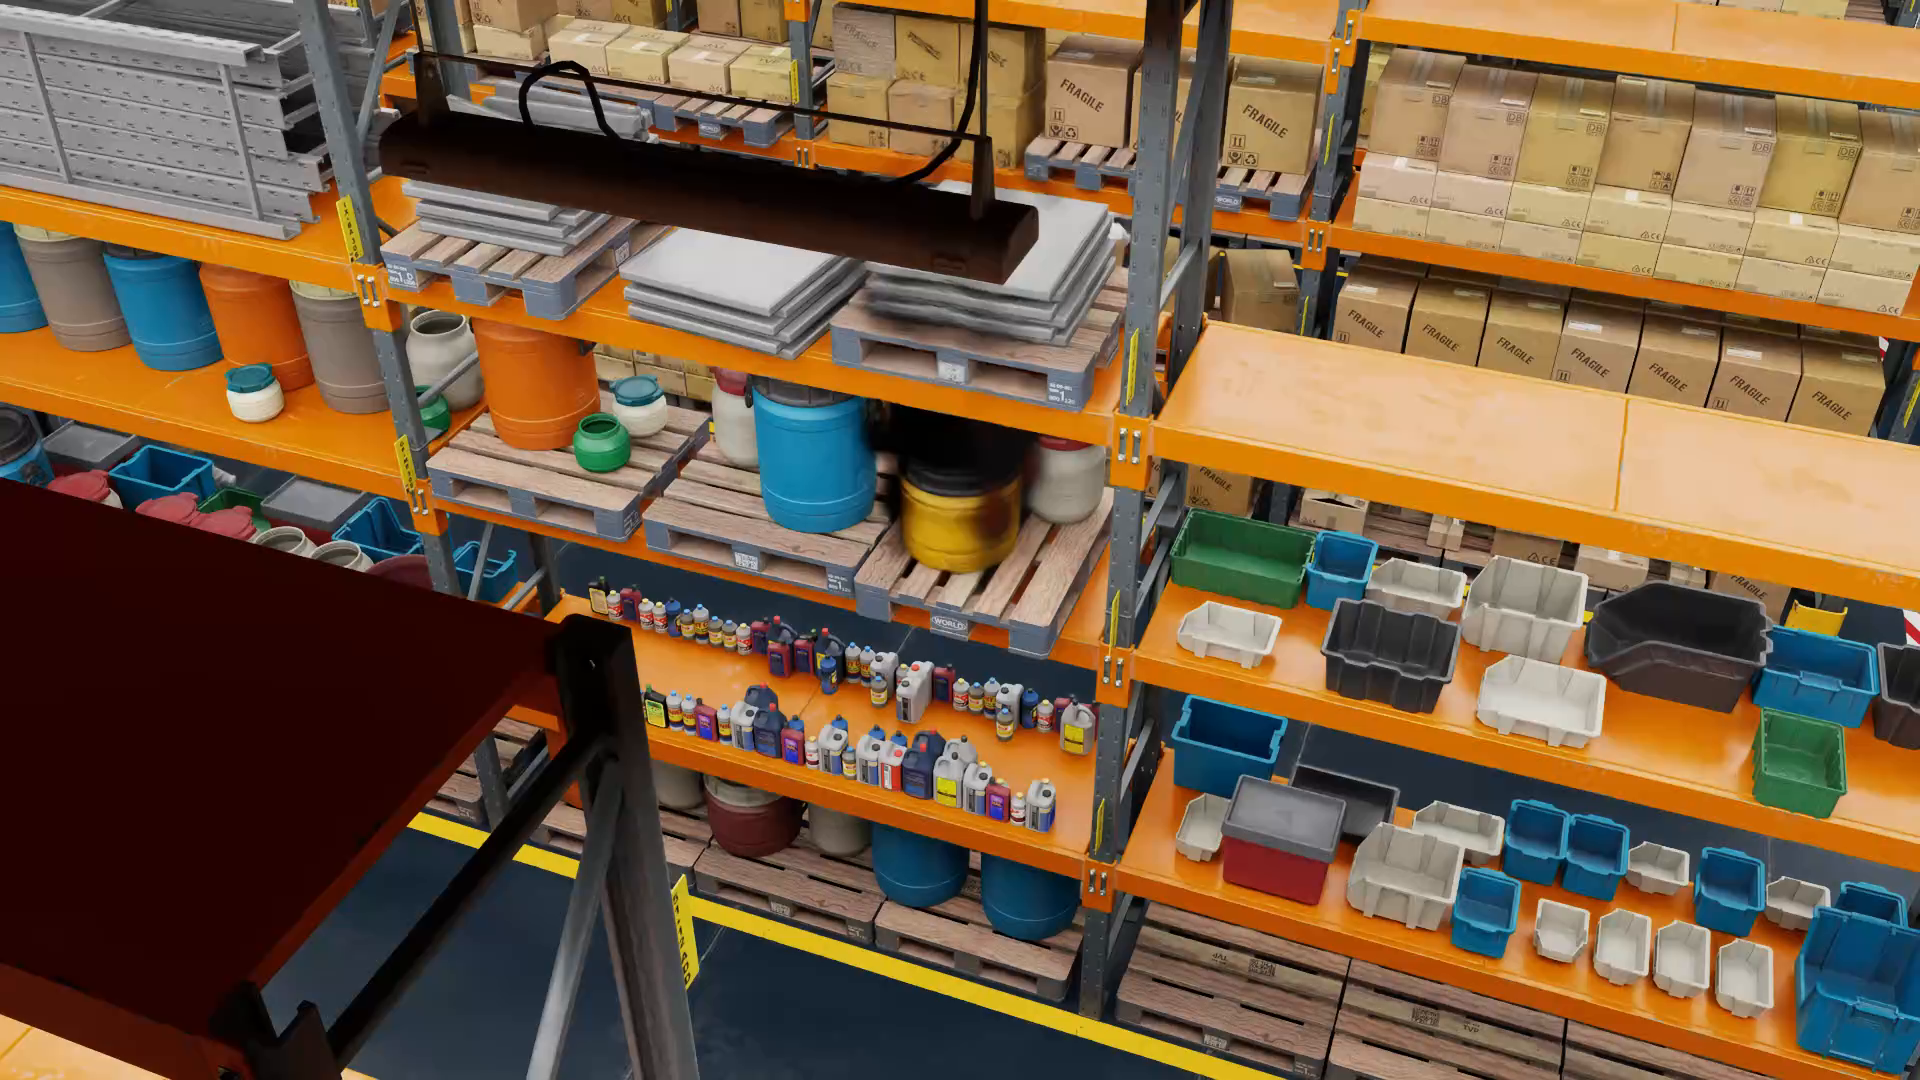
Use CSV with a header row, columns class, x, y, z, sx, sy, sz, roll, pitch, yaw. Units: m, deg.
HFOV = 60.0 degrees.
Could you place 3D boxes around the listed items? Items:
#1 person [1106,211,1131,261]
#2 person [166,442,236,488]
class,x,y,z,sx,sy,sz,roll,pitch,yaw
person,1.241,-2.265,15.013,0.594,1.726,0.730,15,39,19
person,-6.181,-0.864,13.177,0.538,1.651,0.608,4,37,5
